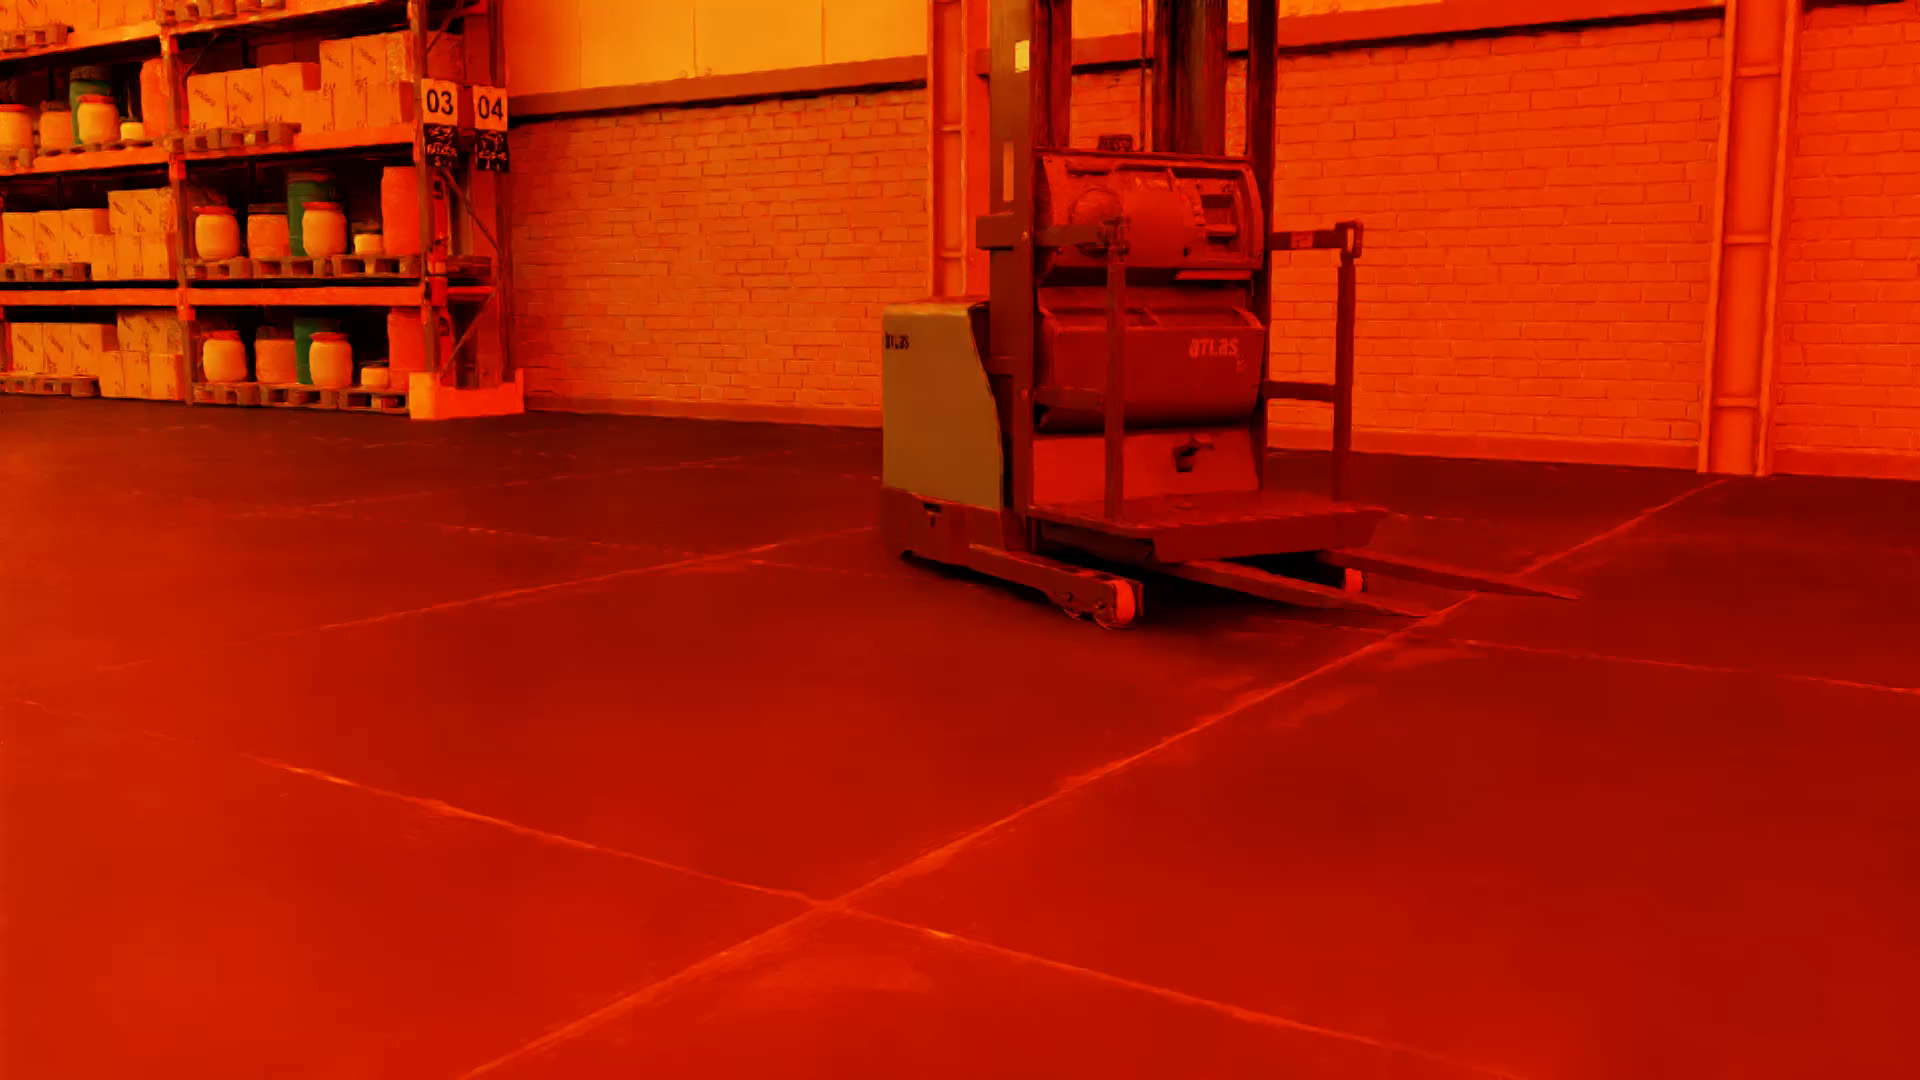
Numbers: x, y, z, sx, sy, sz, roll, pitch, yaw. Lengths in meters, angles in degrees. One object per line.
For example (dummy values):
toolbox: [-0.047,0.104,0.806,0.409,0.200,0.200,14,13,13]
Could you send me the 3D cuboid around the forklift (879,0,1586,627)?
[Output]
forklift: [0.813,-1.232,5.854,1.130,2.935,3.031,-4,9,-29]
